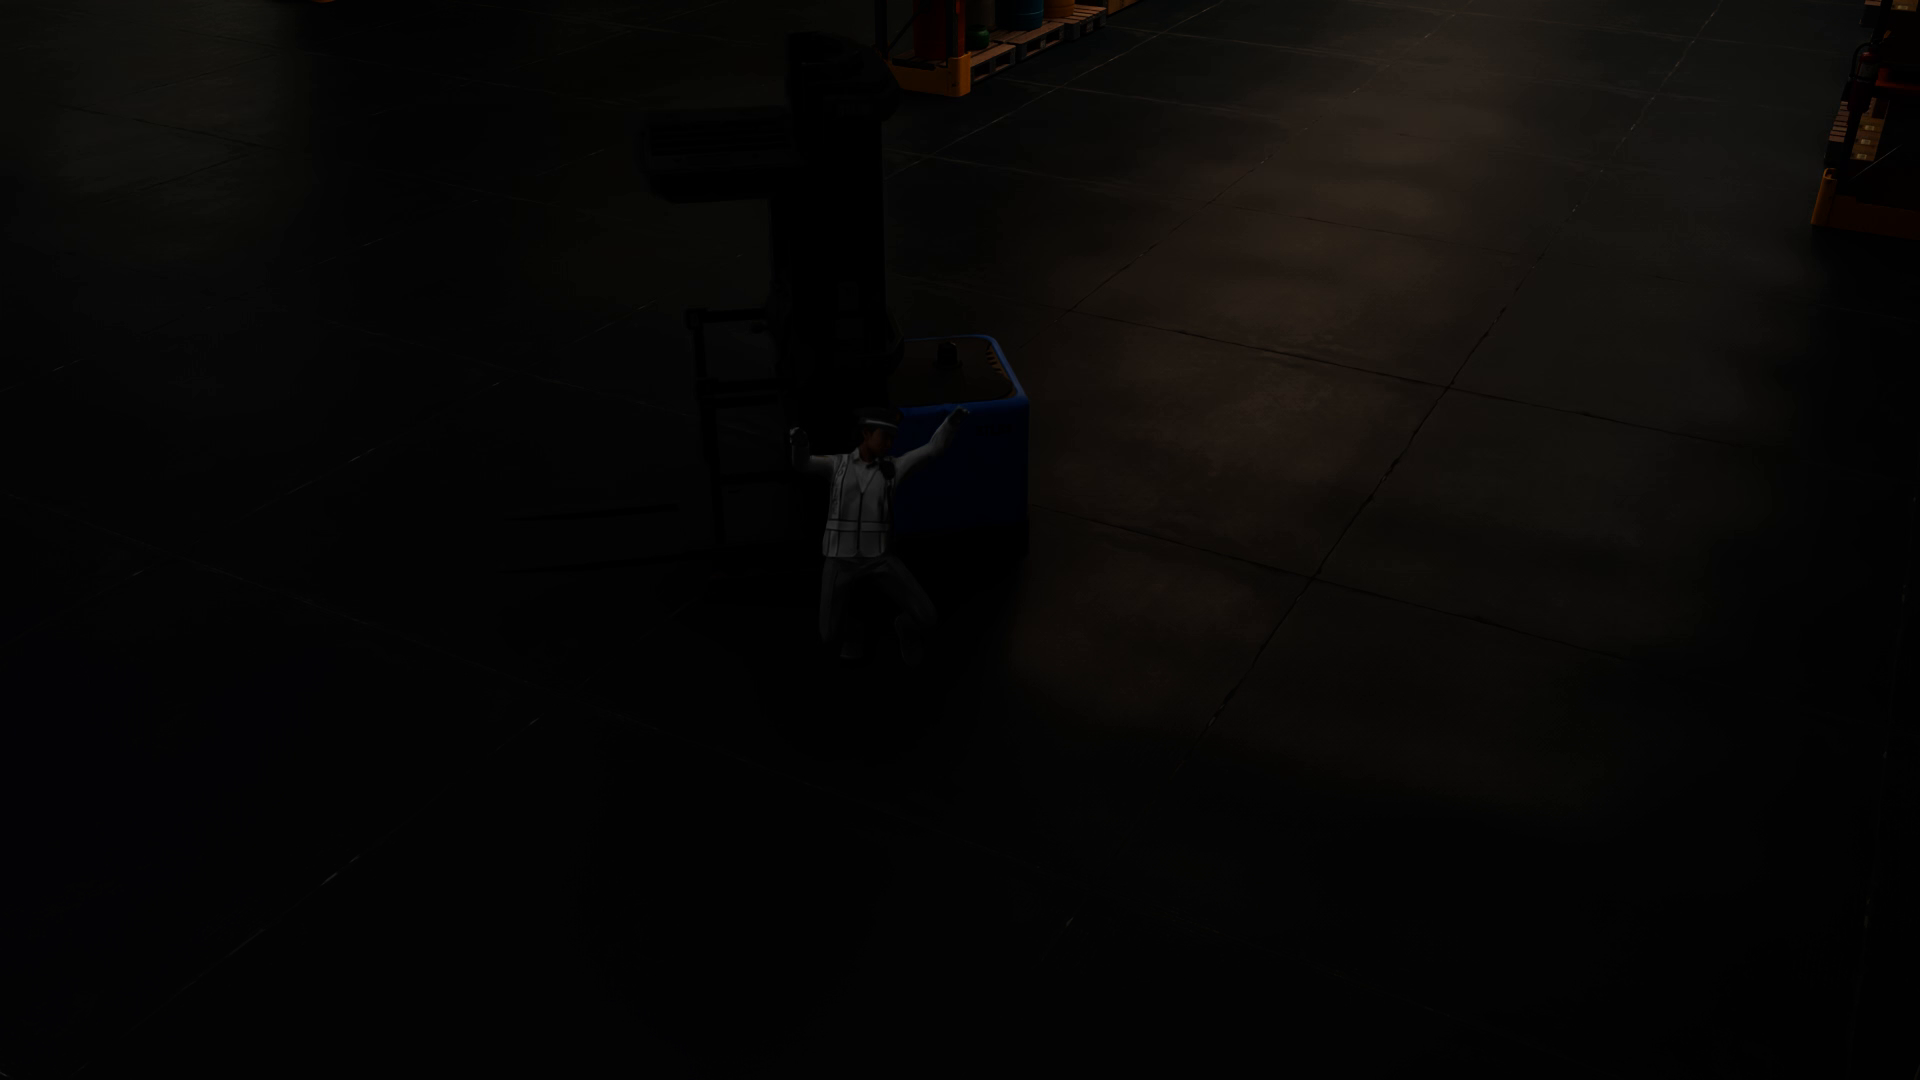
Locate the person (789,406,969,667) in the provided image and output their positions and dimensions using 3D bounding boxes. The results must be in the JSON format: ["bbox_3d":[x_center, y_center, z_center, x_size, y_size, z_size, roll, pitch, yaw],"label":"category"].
[{"bbox_3d":[-0.398,-0.026,8.520,0.881,1.536,0.759,-1,30,-3],"label":"person"}]

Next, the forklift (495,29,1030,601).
[{"bbox_3d":[-1.168,-1.213,9.173,3.031,2.935,1.130,-6,30,-10],"label":"forklift"}]
